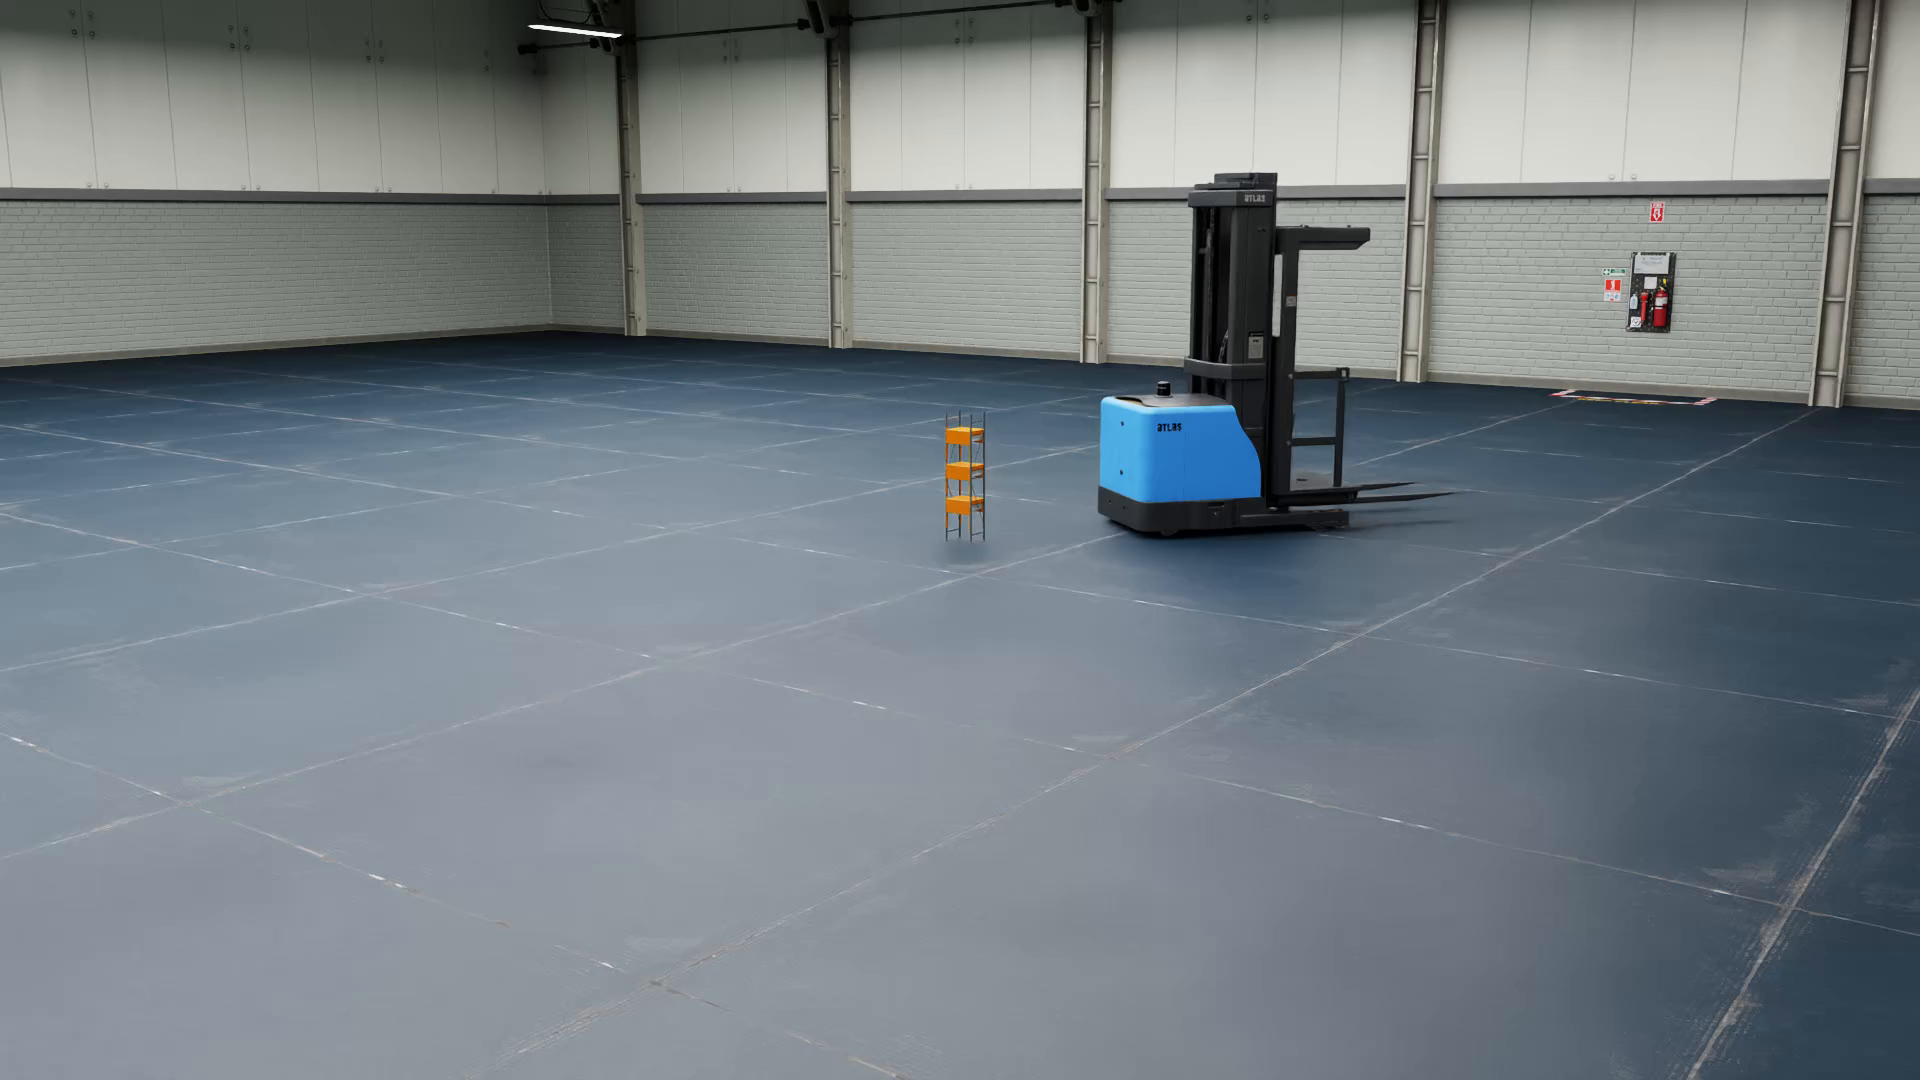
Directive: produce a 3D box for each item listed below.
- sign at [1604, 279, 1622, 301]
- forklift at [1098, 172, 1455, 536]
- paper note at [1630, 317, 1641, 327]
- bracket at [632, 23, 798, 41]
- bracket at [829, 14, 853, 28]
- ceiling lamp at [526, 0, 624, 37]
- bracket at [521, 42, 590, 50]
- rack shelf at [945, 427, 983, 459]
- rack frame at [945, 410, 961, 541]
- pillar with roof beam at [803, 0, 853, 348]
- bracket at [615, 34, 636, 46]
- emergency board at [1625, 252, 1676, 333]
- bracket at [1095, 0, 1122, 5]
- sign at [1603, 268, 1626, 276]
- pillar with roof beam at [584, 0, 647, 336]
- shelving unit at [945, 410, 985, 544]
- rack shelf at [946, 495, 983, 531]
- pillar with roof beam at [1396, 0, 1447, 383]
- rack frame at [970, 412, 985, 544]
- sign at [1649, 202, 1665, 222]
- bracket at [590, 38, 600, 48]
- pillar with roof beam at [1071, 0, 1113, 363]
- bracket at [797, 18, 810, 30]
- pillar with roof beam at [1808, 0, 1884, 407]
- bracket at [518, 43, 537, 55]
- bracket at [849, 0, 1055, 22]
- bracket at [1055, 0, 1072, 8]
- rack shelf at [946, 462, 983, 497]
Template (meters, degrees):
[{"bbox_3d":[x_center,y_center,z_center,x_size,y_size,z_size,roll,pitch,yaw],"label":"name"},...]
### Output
[{"bbox_3d":[9.743,-3.730,24.821,0.234,0.329,0.001,8,13,36],"label":"sign"},{"bbox_3d":[2.767,-1.607,14.122,3.031,2.935,1.130,-3,11,-17],"label":"forklift"},{"bbox_3d":[10.026,-3.233,24.662,0.142,0.148,0.016,8,13,36],"label":"paper note"},{"bbox_3d":[-5.046,-10.371,33.971,4.783,0.066,0.076,8,13,36],"label":"bracket"},{"bbox_3d":[-2.287,-9.986,31.981,0.430,0.232,0.235,8,13,36],"label":"bracket"},{"bbox_3d":[-7.069,-10.667,29.607,0.800,3.185,2.000,8,13,36],"label":"ceiling lamp"},{"bbox_3d":[-9.226,-10.954,36.985,3.189,0.066,0.076,8,13,36],"label":"bracket"},{"bbox_3d":[0.043,-0.778,13.347,0.240,0.259,0.215,8,13,36],"label":"rack shelf"},{"bbox_3d":[-0.055,-0.523,13.470,0.008,1.050,0.200,8,13,36],"label":"rack frame"},{"bbox_3d":[-4.959,-7.661,29.439,0.548,9.000,9.100,8,13,36],"label":"pillar with roof beam"},{"bbox_3d":[-7.123,-10.661,35.468,0.430,0.232,0.235,8,13,36],"label":"bracket"},{"bbox_3d":[10.128,-3.635,24.421,0.643,1.169,0.194,8,13,36],"label":"emergency board"},{"bbox_3d":[2.549,-9.312,28.495,0.430,0.232,0.235,8,13,36],"label":"bracket"},{"bbox_3d":[9.741,-3.989,24.761,0.331,0.109,0.001,8,13,36],"label":"sign"},{"bbox_3d":[-9.796,-8.336,32.926,0.548,9.000,9.100,8,13,36],"label":"pillar with roof beam"},{"bbox_3d":[0.043,-0.509,13.399,0.252,1.050,0.215,8,13,36],"label":"shelving unit"},{"bbox_3d":[0.043,-0.226,13.454,0.240,0.259,0.215,8,13,36],"label":"rack shelf"},{"bbox_3d":[4.713,-6.312,22.465,0.400,9.000,9.100,8,13,36],"label":"pillar with roof beam"},{"bbox_3d":[0.141,-0.496,13.328,0.008,1.050,0.200,8,13,36],"label":"rack frame"},{"bbox_3d":[10.180,-4.789,24.284,0.199,0.298,0.001,8,13,36],"label":"sign"},{"bbox_3d":[-7.792,-10.754,35.951,0.430,0.232,0.235,8,13,36],"label":"bracket"},{"bbox_3d":[-0.123,-6.987,25.952,0.548,9.000,9.100,8,13,36],"label":"pillar with roof beam"},{"bbox_3d":[-2.956,-10.080,32.464,0.430,0.232,0.235,8,13,36],"label":"bracket"},{"bbox_3d":[9.549,-5.638,18.978,0.400,9.000,9.100,8,13,36],"label":"pillar with roof beam"},{"bbox_3d":[-9.702,-11.021,37.328,0.430,0.232,0.235,8,13,36],"label":"bracket"},{"bbox_3d":[-0.210,-9.697,30.484,4.783,0.066,0.076,8,13,36],"label":"bracket"},{"bbox_3d":[1.880,-9.405,28.977,0.430,0.232,0.235,8,13,36],"label":"bracket"},{"bbox_3d":[0.043,-0.499,13.401,0.240,0.259,0.215,8,13,36],"label":"rack shelf"}]
